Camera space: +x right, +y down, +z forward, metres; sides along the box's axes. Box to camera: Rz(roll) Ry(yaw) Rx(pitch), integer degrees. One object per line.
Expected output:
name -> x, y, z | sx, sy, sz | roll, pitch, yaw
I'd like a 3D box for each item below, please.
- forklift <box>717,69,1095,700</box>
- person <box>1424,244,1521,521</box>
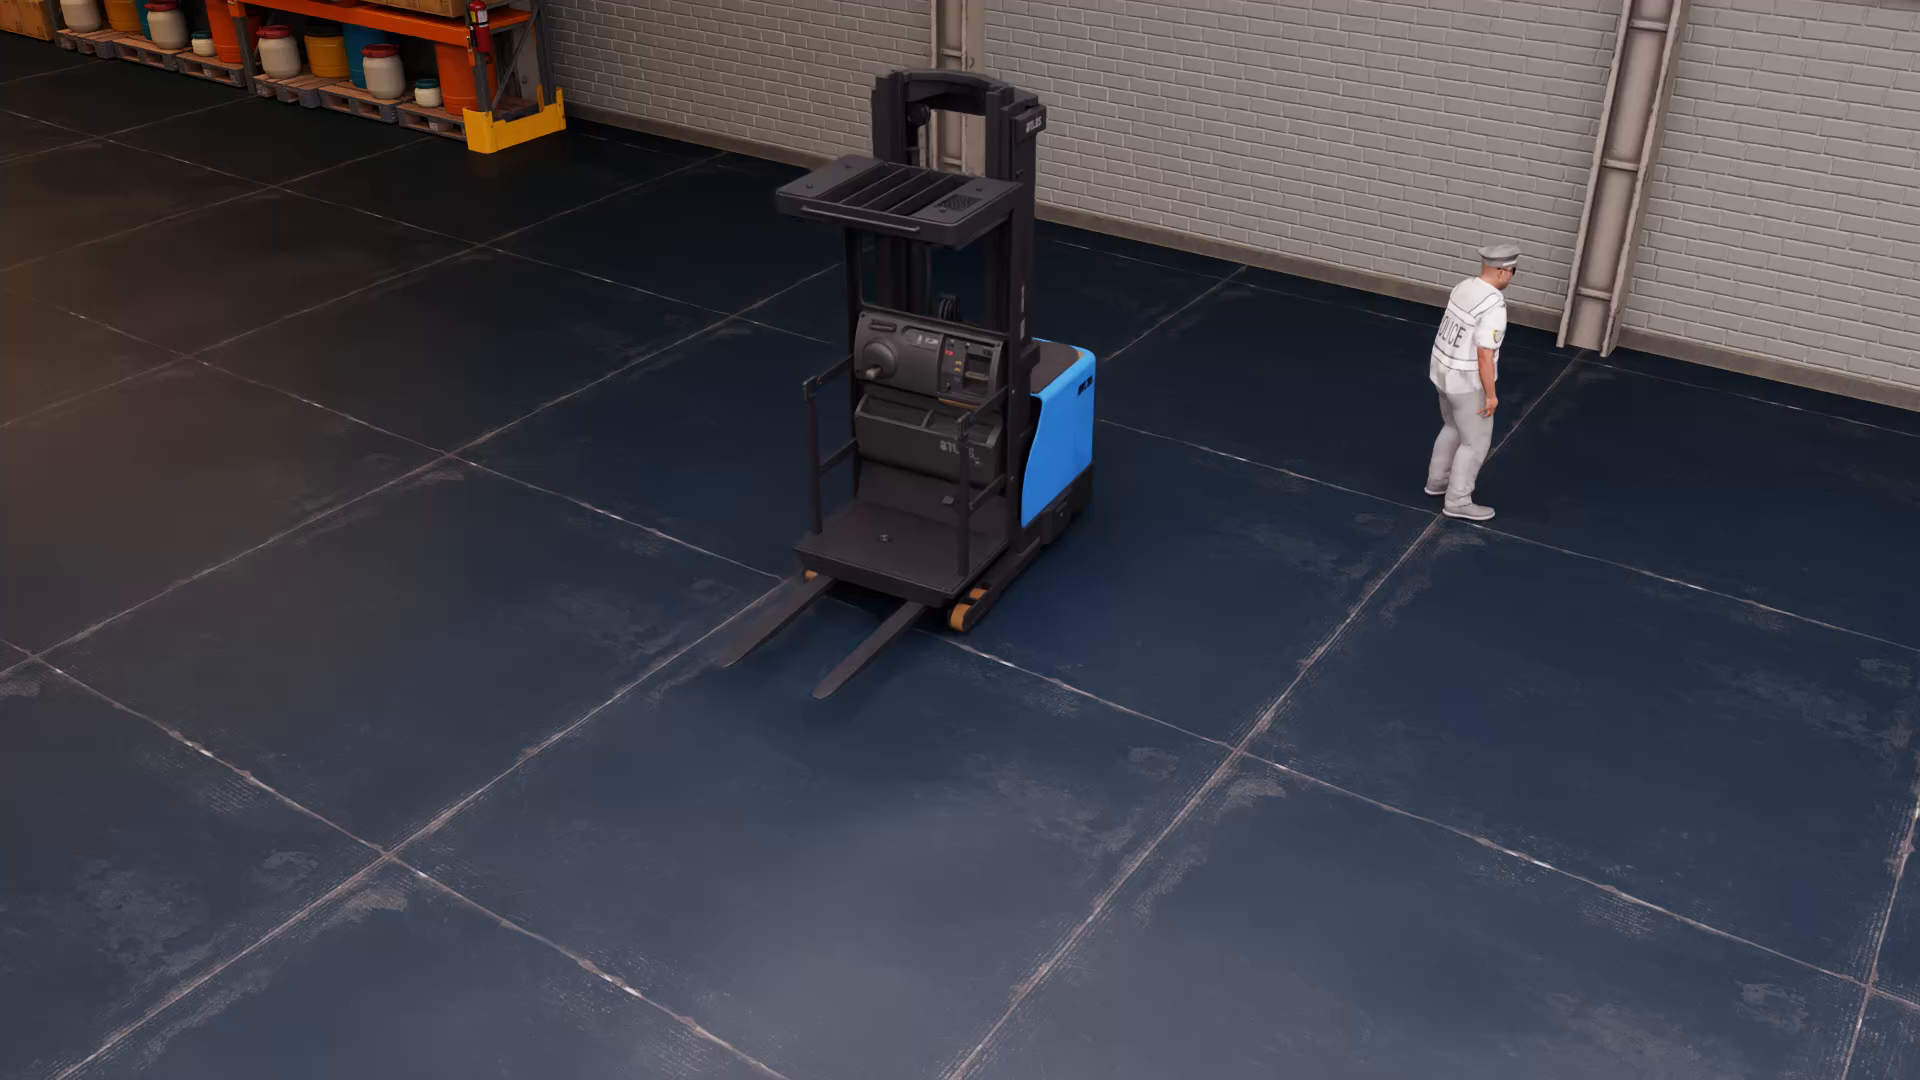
forklift -> -0.286, -0.995, 9.296 | 1.130, 2.935, 3.031 | 15, 34, 25
person -> 3.206, -1.009, 10.497 | 0.442, 1.746, 0.590 | -5, 31, -8
